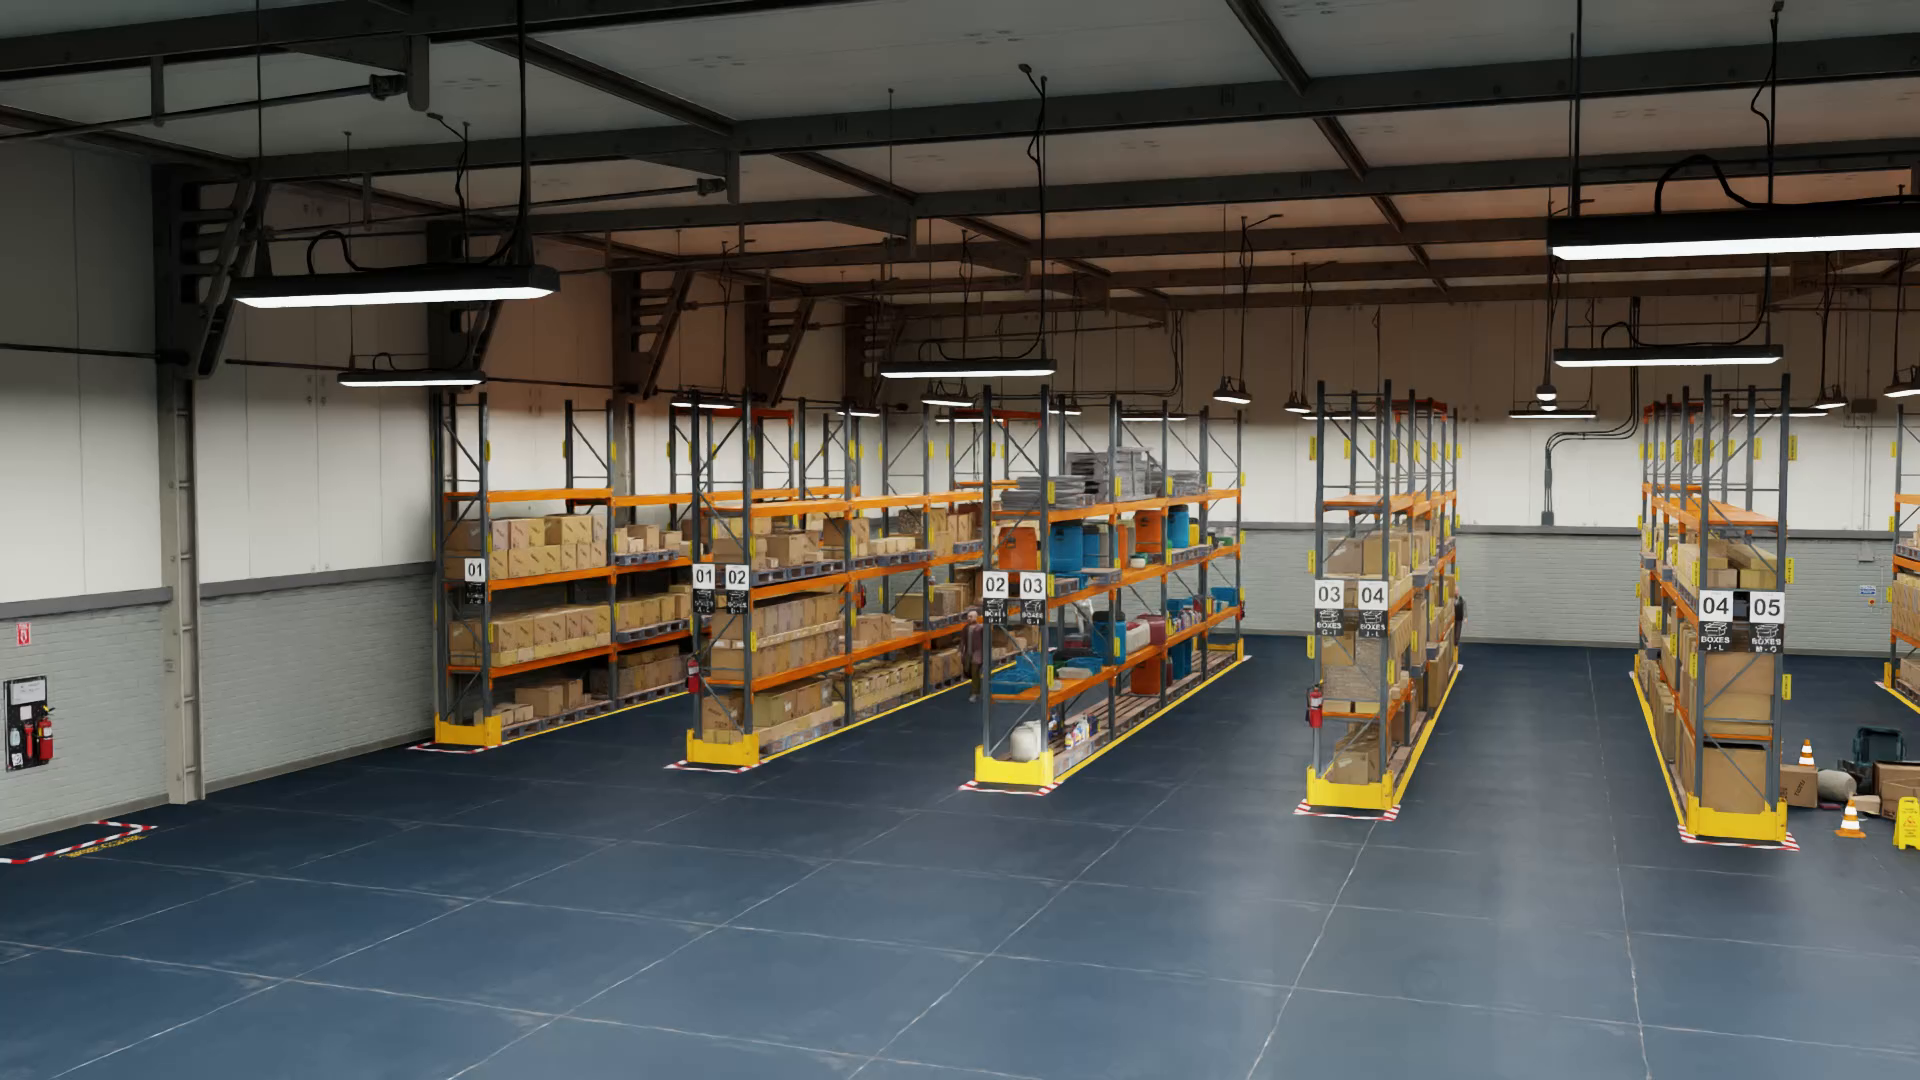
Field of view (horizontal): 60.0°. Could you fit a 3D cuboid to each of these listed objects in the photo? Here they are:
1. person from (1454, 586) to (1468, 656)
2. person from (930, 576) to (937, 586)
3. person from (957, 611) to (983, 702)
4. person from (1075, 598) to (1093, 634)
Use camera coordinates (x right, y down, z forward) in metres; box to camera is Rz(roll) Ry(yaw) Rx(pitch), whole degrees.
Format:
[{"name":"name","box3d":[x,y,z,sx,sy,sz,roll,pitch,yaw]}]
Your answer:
[{"name":"person","box3d":[12.054,2.007,40.514,0.587,1.787,0.505,0,3,0]},{"name":"person","box3d":[-0.764,1.796,44.161,0.426,1.688,0.473,1,3,16]},{"name":"person","box3d":[0.199,2.327,33.532,0.622,1.770,0.757,2,4,36]},{"name":"person","box3d":[3.123,2.037,41.773,0.425,1.439,0.977,0,3,-7]}]
